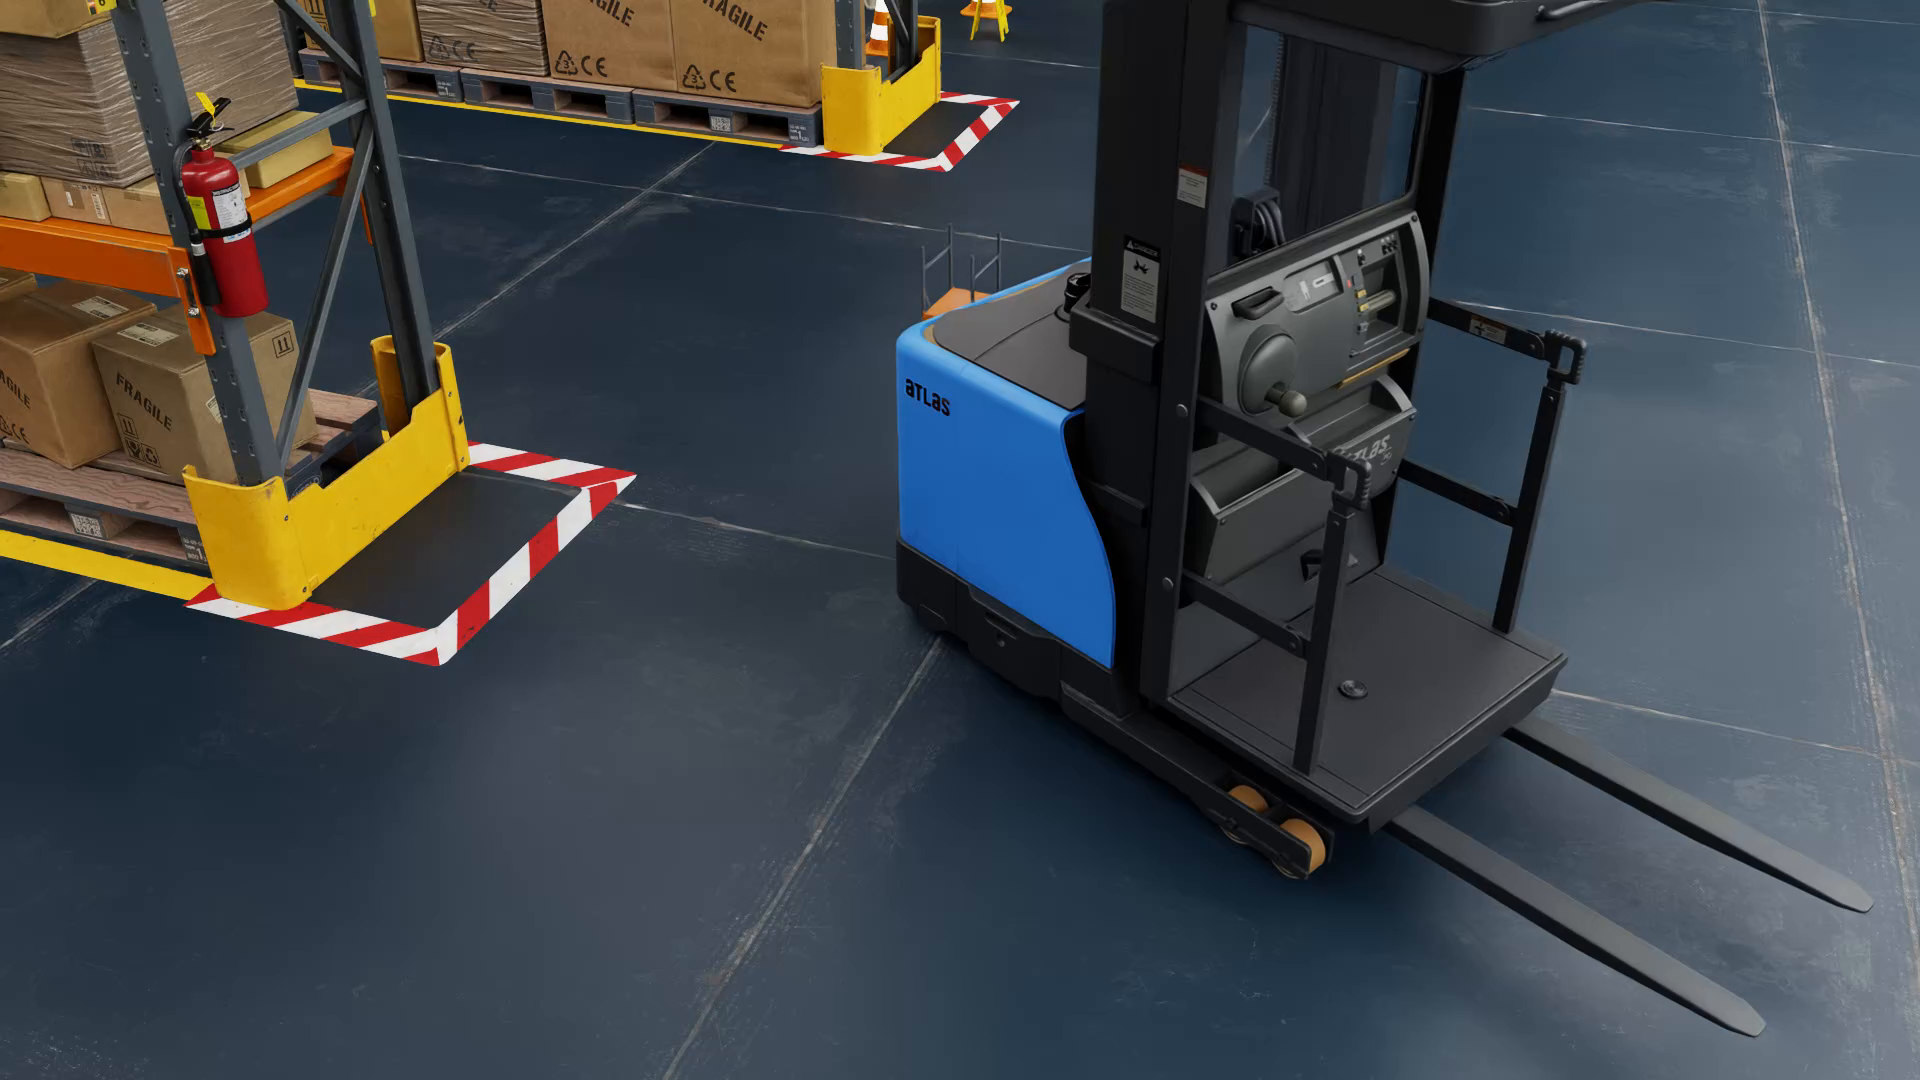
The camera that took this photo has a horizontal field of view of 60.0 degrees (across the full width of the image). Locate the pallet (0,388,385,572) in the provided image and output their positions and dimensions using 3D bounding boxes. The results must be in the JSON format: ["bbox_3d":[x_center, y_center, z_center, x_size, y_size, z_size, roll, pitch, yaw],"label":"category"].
[{"bbox_3d":[-3.078,-0.326,6.560,1.213,0.211,1.003,11,34,16],"label":"pallet"}]

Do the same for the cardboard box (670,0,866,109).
[{"bbox_3d":[-1.146,-3.205,10.020,0.875,0.875,0.875,11,35,17],"label":"cardboard box"}]

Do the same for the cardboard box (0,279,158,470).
[{"bbox_3d":[-3.411,-0.658,6.421,0.500,0.500,0.500,21,38,29],"label":"cardboard box"}]

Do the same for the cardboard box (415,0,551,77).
[{"bbox_3d":[-2.833,-3.533,10.528,0.875,0.875,0.875,11,35,17],"label":"cardboard box"}]

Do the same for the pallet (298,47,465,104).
[{"bbox_3d":[-3.562,-3.212,11.031,1.213,0.211,1.003,11,34,16],"label":"pallet"}]

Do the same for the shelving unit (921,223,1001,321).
[{"bbox_3d":[0.005,-0.509,5.933,0.189,1.200,0.258,14,35,21],"label":"shelving unit"}]

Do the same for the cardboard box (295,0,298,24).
[{"bbox_3d":[-4.866,-3.862,11.153,0.750,0.750,1.050,11,34,16],"label":"cardboard box"}]

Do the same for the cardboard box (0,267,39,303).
[{"bbox_3d":[-3.993,-0.782,6.613,0.500,0.500,0.500,14,35,21],"label":"cardboard box"}]

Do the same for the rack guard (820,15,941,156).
[{"bbox_3d":[-0.463,-2.776,10.089,0.348,0.500,1.175,11,34,16],"label":"rack guard"}]

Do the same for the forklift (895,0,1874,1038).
[{"bbox_3d":[1.140,-0.580,4.446,1.130,2.935,3.031,-26,41,-34],"label":"forklift"}]

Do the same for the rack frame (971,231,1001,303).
[{"bbox_3d":[0.088,-0.489,5.900,0.006,1.200,0.240,14,35,21],"label":"rack frame"}]

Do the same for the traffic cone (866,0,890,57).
[{"bbox_3d":[-0.506,-3.587,11.380,0.334,0.463,0.336,11,34,16],"label":"traffic cone"}]

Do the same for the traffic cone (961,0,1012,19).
[{"bbox_3d":[0.195,-4.102,12.177,0.334,0.463,0.336,11,34,16],"label":"traffic cone"}]

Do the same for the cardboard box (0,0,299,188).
[{"bbox_3d":[-2.763,-1.598,5.594,0.500,0.500,0.875,11,34,16],"label":"cardboard box"}]

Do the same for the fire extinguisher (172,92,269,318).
[{"bbox_3d":[-2.302,-1.028,5.148,0.183,0.674,0.296,11,34,16],"label":"fire extinguisher"}]

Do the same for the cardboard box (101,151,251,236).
[{"bbox_3d":[-2.592,-1.158,5.510,0.250,0.149,0.380,11,34,16],"label":"cardboard box"}]

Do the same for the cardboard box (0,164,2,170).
[{"bbox_3d":[-3.274,-1.629,5.640,0.500,0.500,0.875,11,34,16],"label":"cardboard box"}]

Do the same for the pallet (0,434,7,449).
[{"bbox_3d":[-4.223,-0.550,6.907,1.213,0.211,1.003,11,34,16],"label":"pallet"}]

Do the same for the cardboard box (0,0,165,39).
[{"bbox_3d":[-2.855,-1.878,5.105,0.500,0.500,0.500,11,34,16],"label":"cardboard box"}]

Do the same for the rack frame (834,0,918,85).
[{"bbox_3d":[-0.486,-3.831,9.418,0.127,3.000,1.000,11,34,16],"label":"rack frame"}]

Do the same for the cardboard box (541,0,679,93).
[{"bbox_3d":[-1.975,-3.365,10.268,0.875,0.875,0.875,10,34,16],"label":"cardboard box"}]

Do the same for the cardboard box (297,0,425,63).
[{"bbox_3d":[-3.683,-3.696,10.780,0.875,0.875,0.875,12,35,17],"label":"cardboard box"}]

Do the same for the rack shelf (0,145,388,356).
[{"bbox_3d":[-4.137,-1.380,6.286,4.000,0.370,1.077,11,34,16],"label":"rack shelf"}]

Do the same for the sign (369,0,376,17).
[{"bbox_3d":[-2.071,-1.957,5.718,0.005,0.325,0.100,11,34,16],"label":"sign"}]

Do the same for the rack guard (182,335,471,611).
[{"bbox_3d":[-2.326,-0.280,6.223,0.348,0.500,1.175,11,34,16],"label":"rack guard"}]

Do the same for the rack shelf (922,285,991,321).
[{"bbox_3d":[0.005,-0.775,5.762,0.180,0.103,0.258,14,35,21],"label":"rack shelf"}]

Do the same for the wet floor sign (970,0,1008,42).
[{"bbox_3d":[0.210,-3.847,11.614,0.232,0.644,0.267,5,33,8],"label":"wet floor sign"}]

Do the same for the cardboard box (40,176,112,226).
[{"bbox_3d":[-2.827,-1.204,5.581,0.250,0.149,0.380,11,34,16],"label":"cardboard box"}]

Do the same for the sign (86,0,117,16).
[{"bbox_3d":[-2.460,-1.656,4.691,0.005,0.325,0.100,11,34,16],"label":"sign"}]

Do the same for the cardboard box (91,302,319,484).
[{"bbox_3d":[-2.836,-0.566,6.278,0.500,0.500,0.500,18,37,25],"label":"cardboard box"}]

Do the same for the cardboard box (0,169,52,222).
[{"bbox_3d":[-3.080,-1.223,5.611,0.250,0.149,0.380,11,34,16],"label":"cardboard box"}]

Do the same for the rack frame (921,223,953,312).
[{"bbox_3d":[-0.078,-0.530,5.965,0.006,1.200,0.240,14,35,21],"label":"rack frame"}]

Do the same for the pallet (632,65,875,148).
[{"bbox_3d":[-1.265,-2.766,10.339,1.213,0.211,1.003,11,34,16],"label":"pallet"}]

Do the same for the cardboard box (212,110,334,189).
[{"bbox_3d":[-2.442,-1.385,5.861,0.250,0.149,0.380,11,34,16],"label":"cardboard box"}]

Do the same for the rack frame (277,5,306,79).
[{"bbox_3d":[-4.251,-4.563,10.552,0.127,3.000,1.000,11,34,16],"label":"rack frame"}]

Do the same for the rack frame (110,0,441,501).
[{"bbox_3d":[-2.254,-1.317,5.524,0.127,3.000,1.000,11,34,16],"label":"rack frame"}]

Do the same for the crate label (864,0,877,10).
[{"bbox_3d":[-0.566,-4.077,12.439,0.298,0.136,0.250,-6,33,-9],"label":"crate label"}]

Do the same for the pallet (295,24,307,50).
[{"bbox_3d":[-5.003,-3.494,11.467,1.213,0.211,1.003,11,34,16],"label":"pallet"}]

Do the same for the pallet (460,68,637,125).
[{"bbox_3d":[-2.409,-2.990,10.686,1.213,0.211,1.003,11,34,16],"label":"pallet"}]
